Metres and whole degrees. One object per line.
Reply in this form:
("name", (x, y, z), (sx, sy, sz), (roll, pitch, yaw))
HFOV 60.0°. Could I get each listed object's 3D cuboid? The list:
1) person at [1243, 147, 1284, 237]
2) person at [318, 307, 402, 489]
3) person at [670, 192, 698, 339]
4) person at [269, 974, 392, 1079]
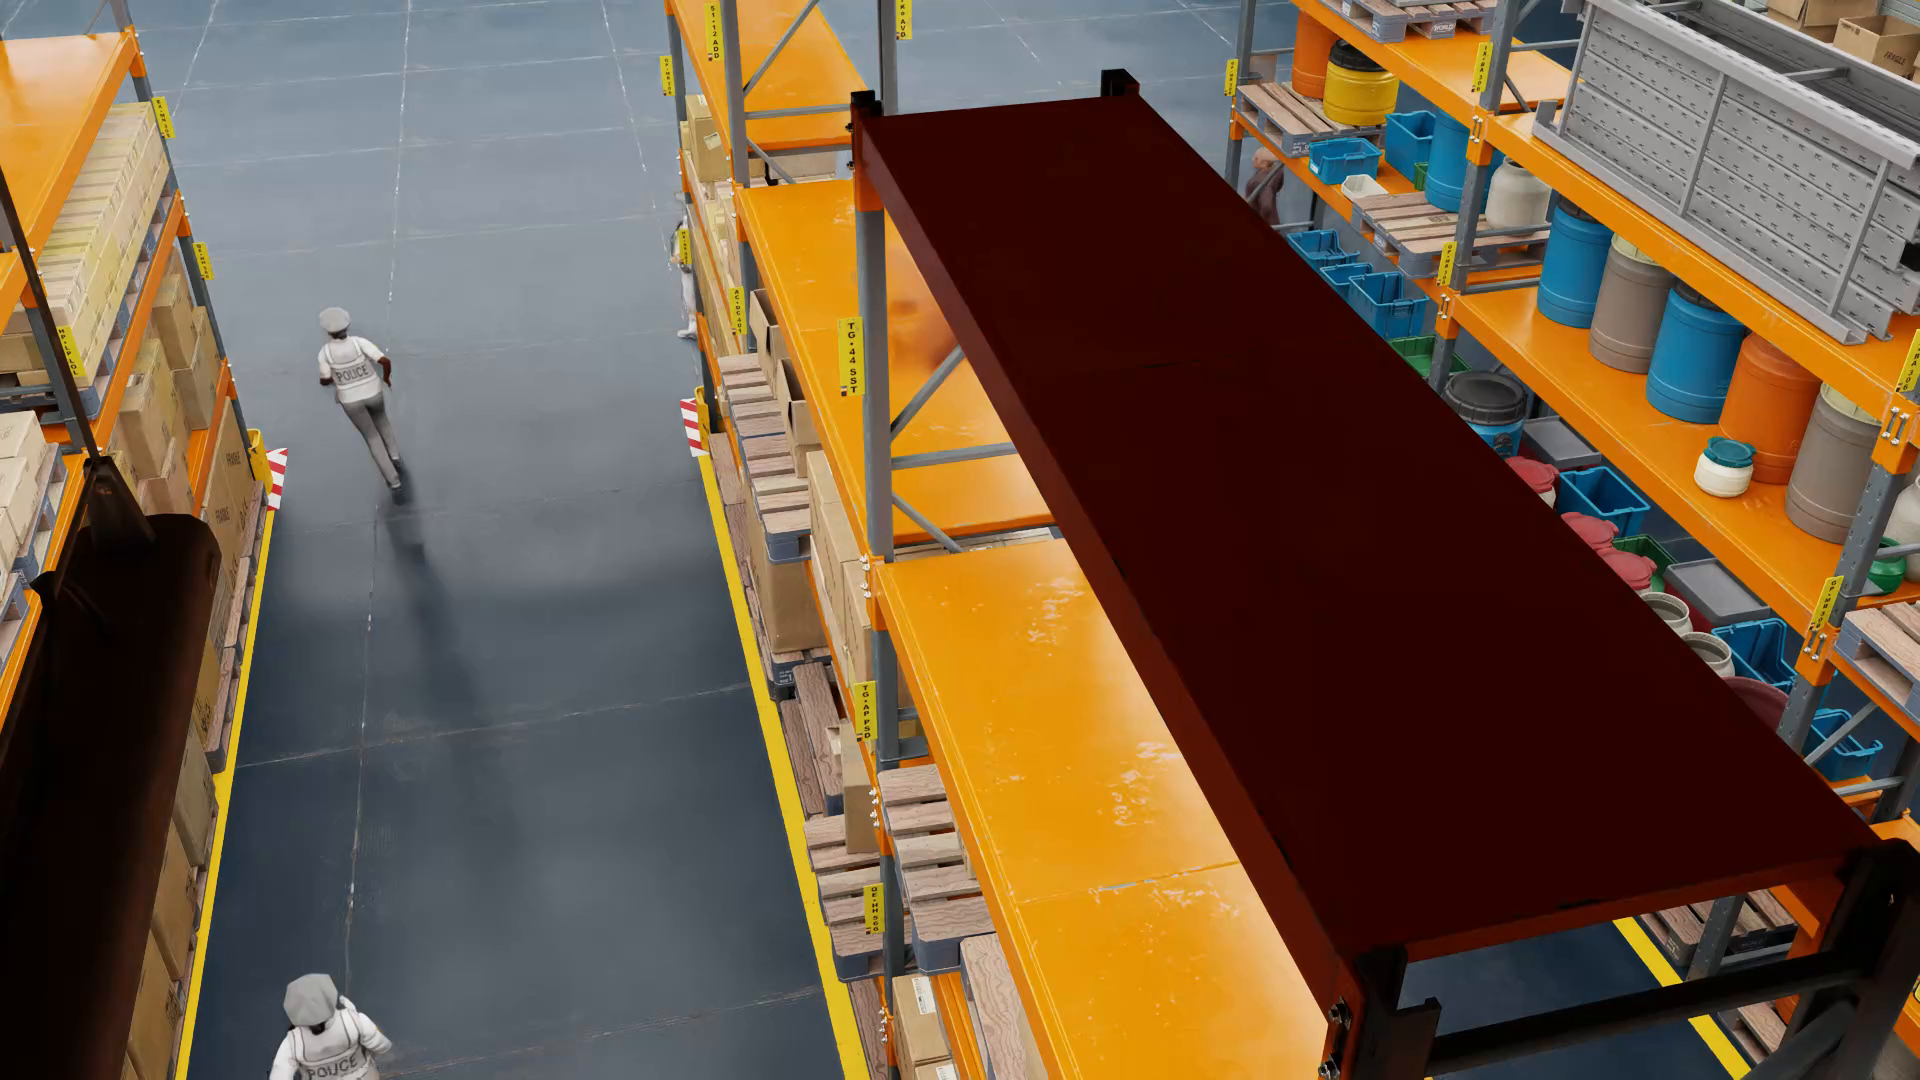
("person", (3.083, -3.163, 17.302), (0.934, 1.578, 0.773), (20, 39, 26))
("person", (-5.180, -1.185, 14.384), (0.574, 1.736, 0.760), (-20, 39, -26))
("person", (-2.566, -2.716, 16.602), (0.757, 1.649, 0.624), (13, 37, 18))
("person", (-3.143, 2.819, 8.494), (0.559, 1.729, 0.684), (-10, 36, -14))
